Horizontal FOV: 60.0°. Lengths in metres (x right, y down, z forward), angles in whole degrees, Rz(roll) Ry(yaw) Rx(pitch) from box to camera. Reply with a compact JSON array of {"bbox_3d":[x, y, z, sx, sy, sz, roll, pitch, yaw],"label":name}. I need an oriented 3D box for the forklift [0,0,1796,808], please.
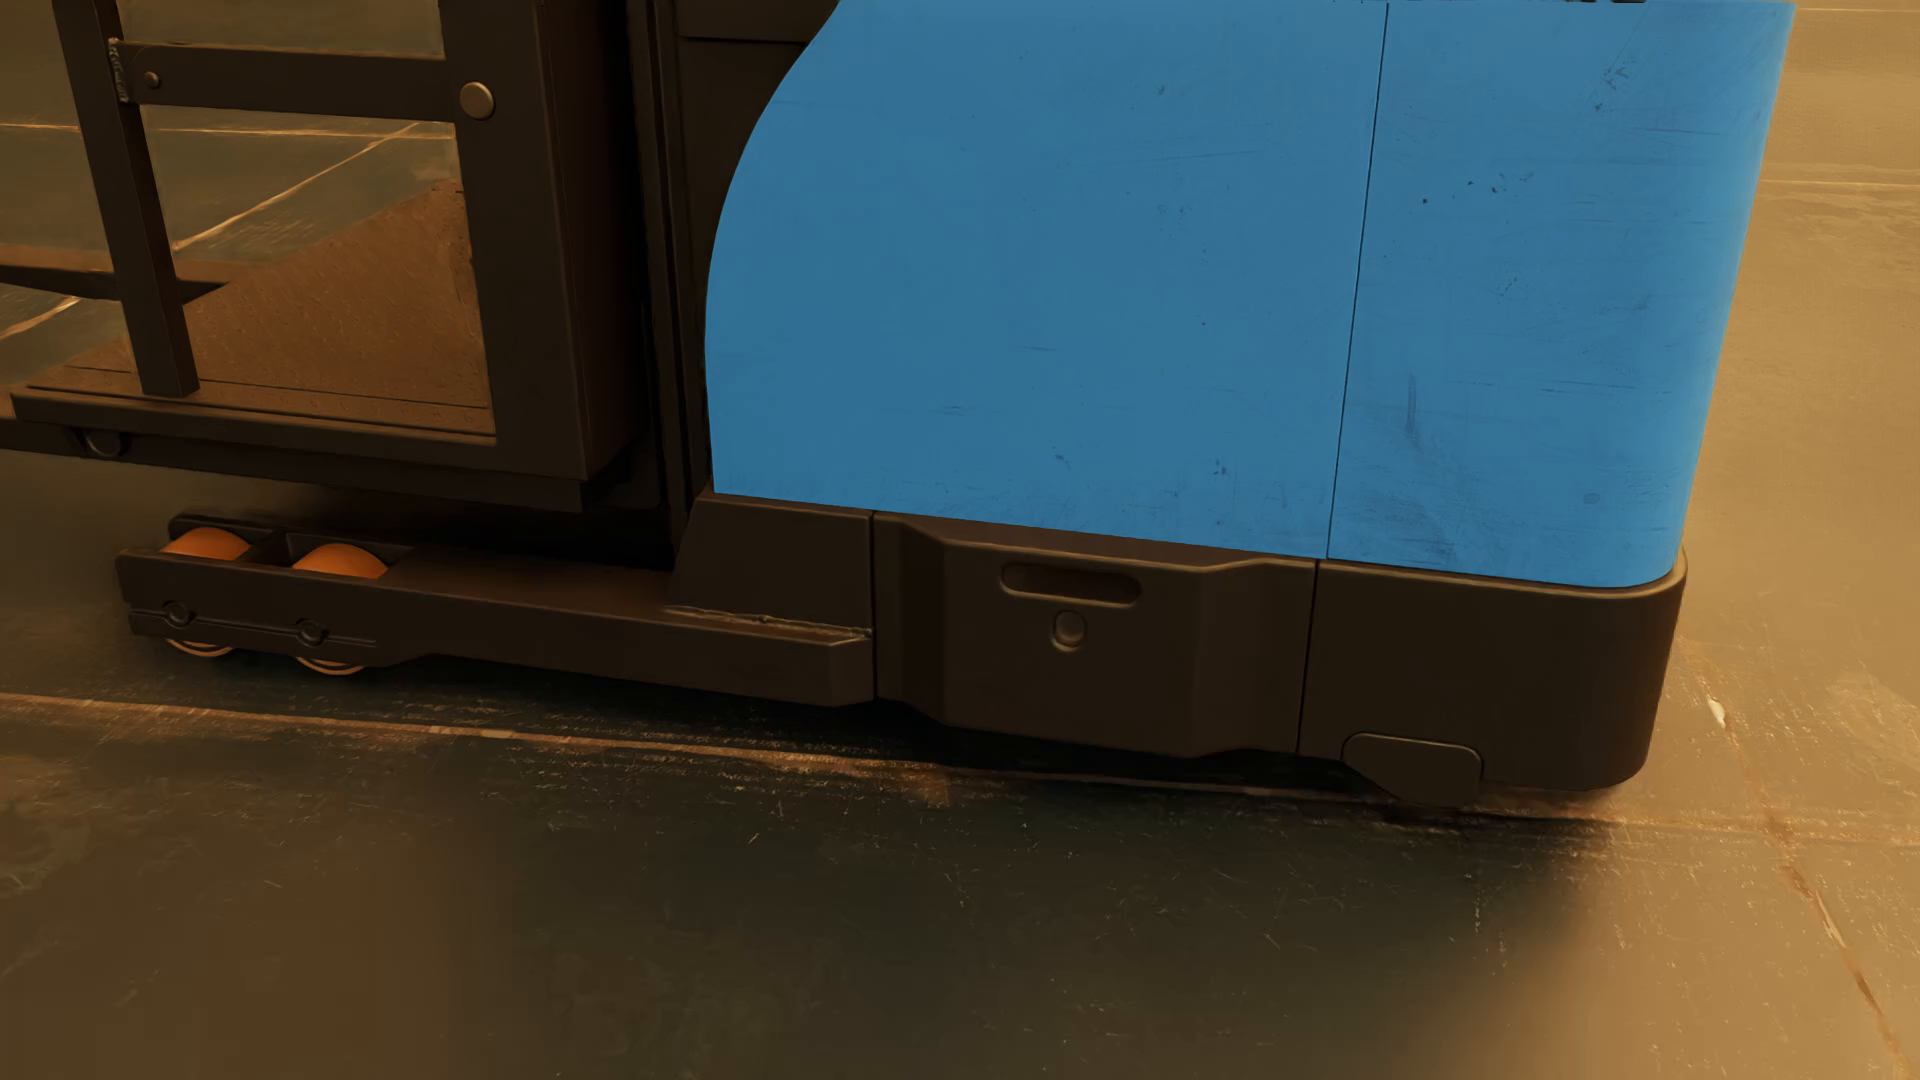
[{"bbox_3d":[-0.598,-1.357,1.937,3.031,2.935,1.130,6,27,13],"label":"forklift"}]
